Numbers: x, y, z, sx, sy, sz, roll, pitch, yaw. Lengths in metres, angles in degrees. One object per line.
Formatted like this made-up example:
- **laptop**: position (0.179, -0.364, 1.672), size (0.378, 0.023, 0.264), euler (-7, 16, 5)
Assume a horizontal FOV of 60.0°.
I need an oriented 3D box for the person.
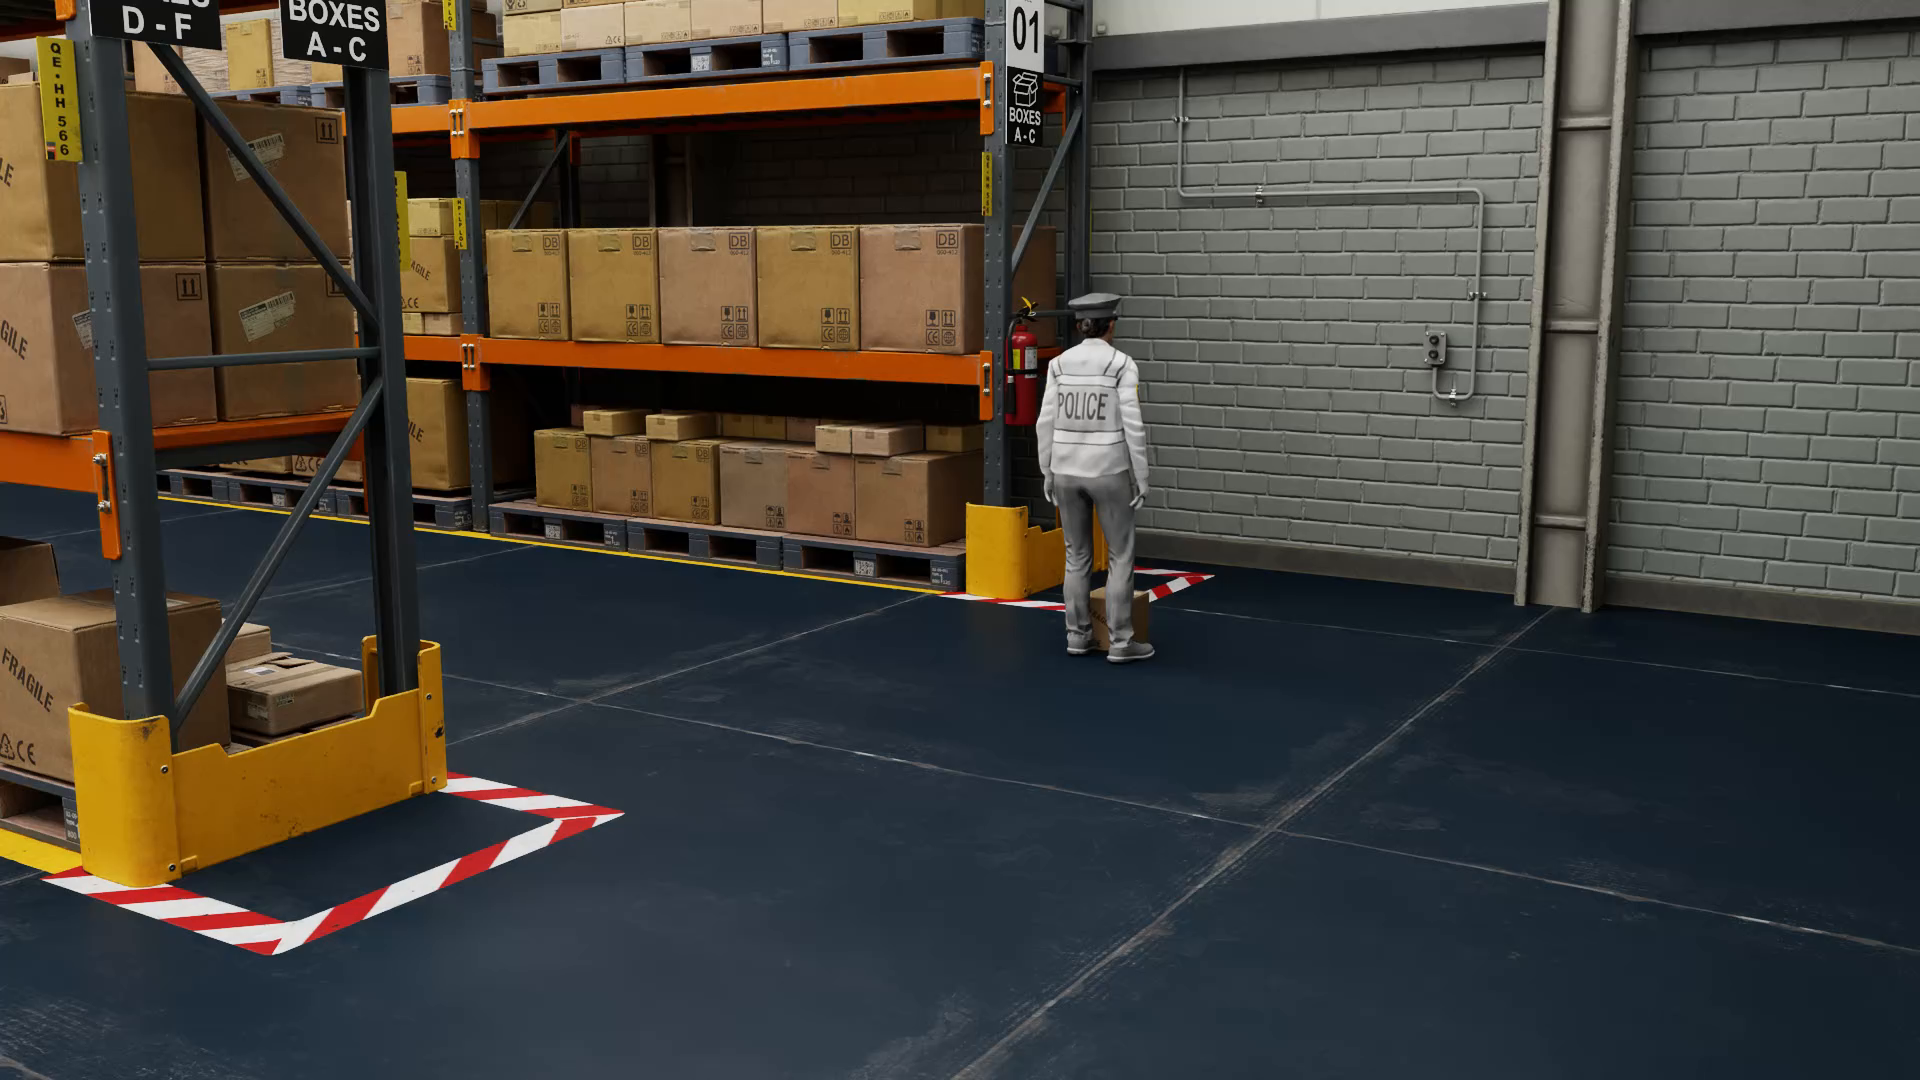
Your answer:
- **person**: position (0.620, -0.286, 7.577), size (0.535, 1.662, 0.414), euler (5, 11, 28)
